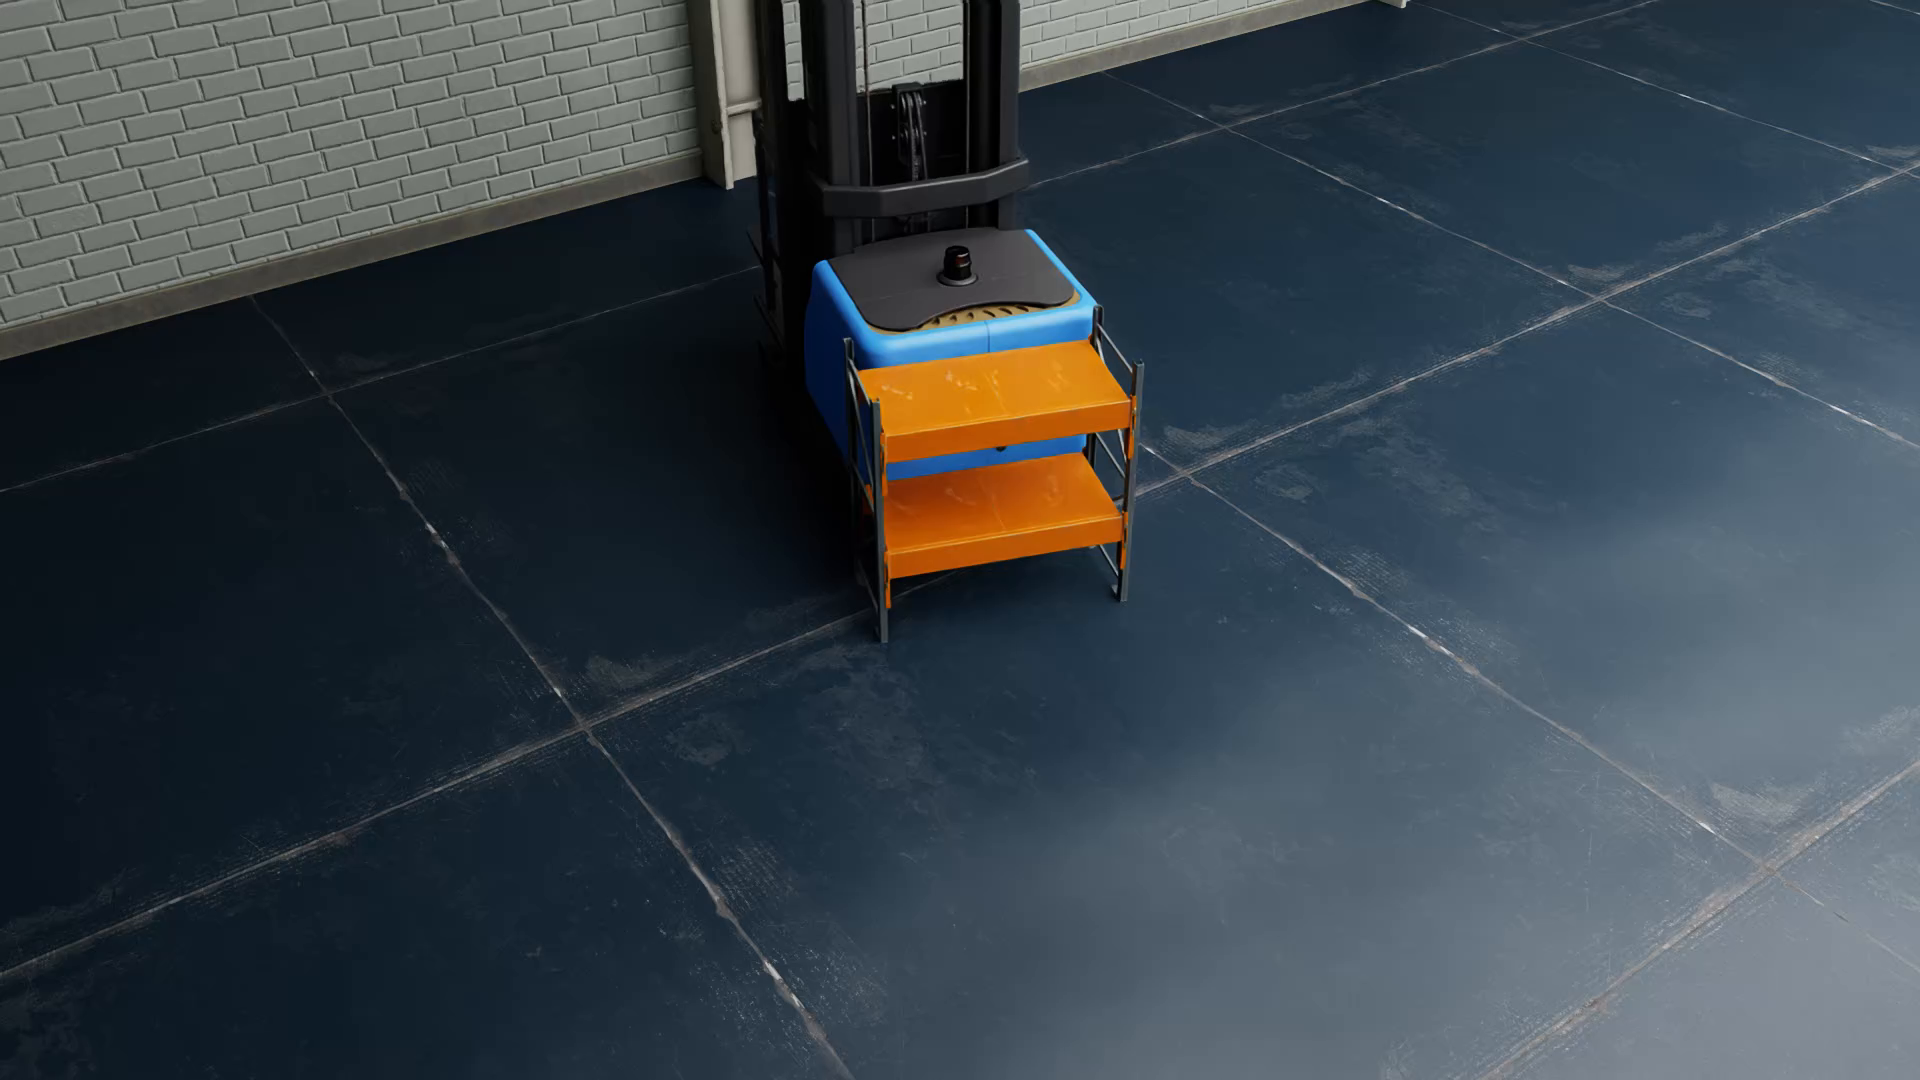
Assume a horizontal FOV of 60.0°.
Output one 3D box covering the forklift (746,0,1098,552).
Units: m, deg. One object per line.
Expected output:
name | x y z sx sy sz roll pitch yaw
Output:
forklift | -0.377 -1.992 7.509 1.130 2.935 3.031 -11 37 -15

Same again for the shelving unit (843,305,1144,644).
shelving unit | 0.121 -0.260 6.648 1.048 1.125 0.538 -9 37 -13

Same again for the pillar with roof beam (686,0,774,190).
pillar with roof beam | 1.111 -3.898 4.963 0.400 9.000 9.100 -22 41 -28

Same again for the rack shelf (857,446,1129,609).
rack shelf | 0.121 -0.061 6.791 1.000 0.278 0.538 -9 37 -13

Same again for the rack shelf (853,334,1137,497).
rack shelf | 0.121 -0.497 6.477 1.000 0.278 0.538 -9 37 -13

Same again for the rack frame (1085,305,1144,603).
rack frame | 0.611 -0.339 6.758 0.032 1.125 0.500 -9 37 -13

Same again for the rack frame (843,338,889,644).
rack frame | -0.369 -0.181 6.538 0.032 1.125 0.500 -9 37 -13
